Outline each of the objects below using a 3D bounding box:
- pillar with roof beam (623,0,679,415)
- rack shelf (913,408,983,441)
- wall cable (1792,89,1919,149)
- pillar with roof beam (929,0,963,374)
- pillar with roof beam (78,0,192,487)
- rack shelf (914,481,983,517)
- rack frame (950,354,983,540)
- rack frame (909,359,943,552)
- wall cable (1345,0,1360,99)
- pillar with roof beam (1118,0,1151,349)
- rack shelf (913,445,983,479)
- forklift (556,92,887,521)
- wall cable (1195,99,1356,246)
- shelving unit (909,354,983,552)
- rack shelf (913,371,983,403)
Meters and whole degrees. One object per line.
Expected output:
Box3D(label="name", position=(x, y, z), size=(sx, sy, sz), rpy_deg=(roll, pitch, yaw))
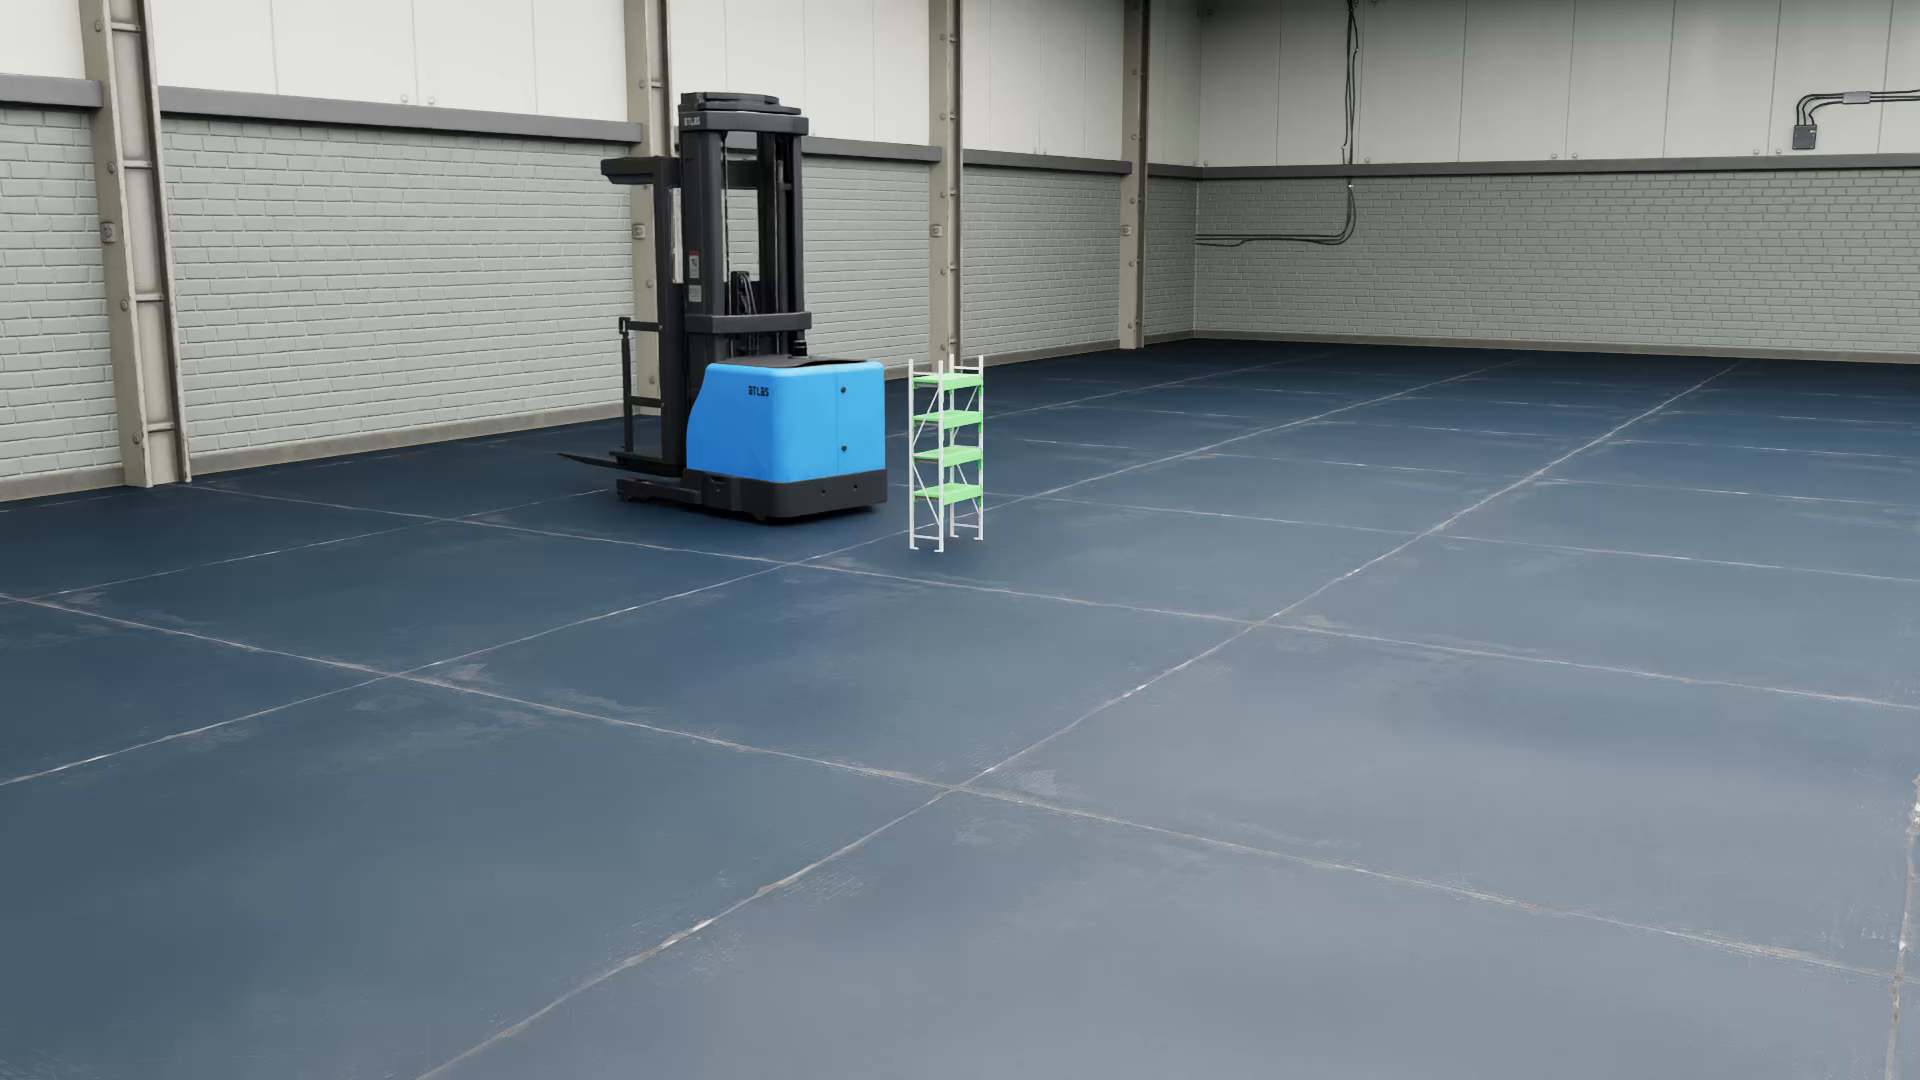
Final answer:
Box3D(label="pillar with roof beam", position=(0.372, -5.413, 15.331), size=(9.100, 9.000, 0.400), rpy_deg=(6, 12, 31))
Box3D(label="rack shelf", position=(-0.086, -0.737, 10.587), size=(0.258, 0.148, 0.480), rpy_deg=(6, 12, 31))
Box3D(label="wall cable", position=(13.688, -8.811, 24.237), size=(2.305, 6.003, 0.169), rpy_deg=(6, 12, 31))
Box3D(label="pillar with roof beam", position=(3.487, -6.357, 20.371), size=(9.100, 9.000, 0.400), rpy_deg=(6, 12, 31))
Box3D(label="pillar with roof beam", position=(-2.743, -4.470, 10.290), size=(9.100, 9.000, 0.400), rpy_deg=(6, 12, 31))
Box3D(label="rack shelf", position=(-0.086, -0.265, 10.675), size=(0.258, 0.148, 0.480), rpy_deg=(6, 12, 31))
Box3D(label="rack frame", position=(0.041, -0.602, 10.824), size=(0.240, 1.200, 0.015), rpy_deg=(6, 12, 31))
Box3D(label="rack frame", position=(-0.213, -0.525, 10.414), size=(0.240, 1.200, 0.015), rpy_deg=(6, 12, 31))
Box3D(label="wall cable", position=(7.895, -8.747, 27.849), size=(3.097, 2.526, 0.112), rpy_deg=(6, 12, 31))
Box3D(label="pillar with roof beam", position=(6.602, -7.301, 25.411), size=(9.100, 9.000, 0.400), rpy_deg=(6, 12, 31))
Box3D(label="rack shelf", position=(-0.086, -0.501, 10.631), size=(0.258, 0.148, 0.480), rpy_deg=(6, 12, 31))
Box3D(label="forklift", position=(-1.934, -1.775, 12.387), size=(3.031, 2.935, 1.130), rpy_deg=(10, 15, 43))
Box3D(label="wall cable", position=(5.582, -6.523, 29.694), size=(3.097, 2.526, 0.112), rpy_deg=(6, 12, 31))
Box3D(label="shelving unit", position=(-0.086, -0.564, 10.619), size=(0.258, 1.200, 0.503), rpy_deg=(6, 12, 31))
Box3D(label="rack shelf", position=(-0.086, -0.973, 10.543), size=(0.258, 0.148, 0.480), rpy_deg=(6, 12, 31))
